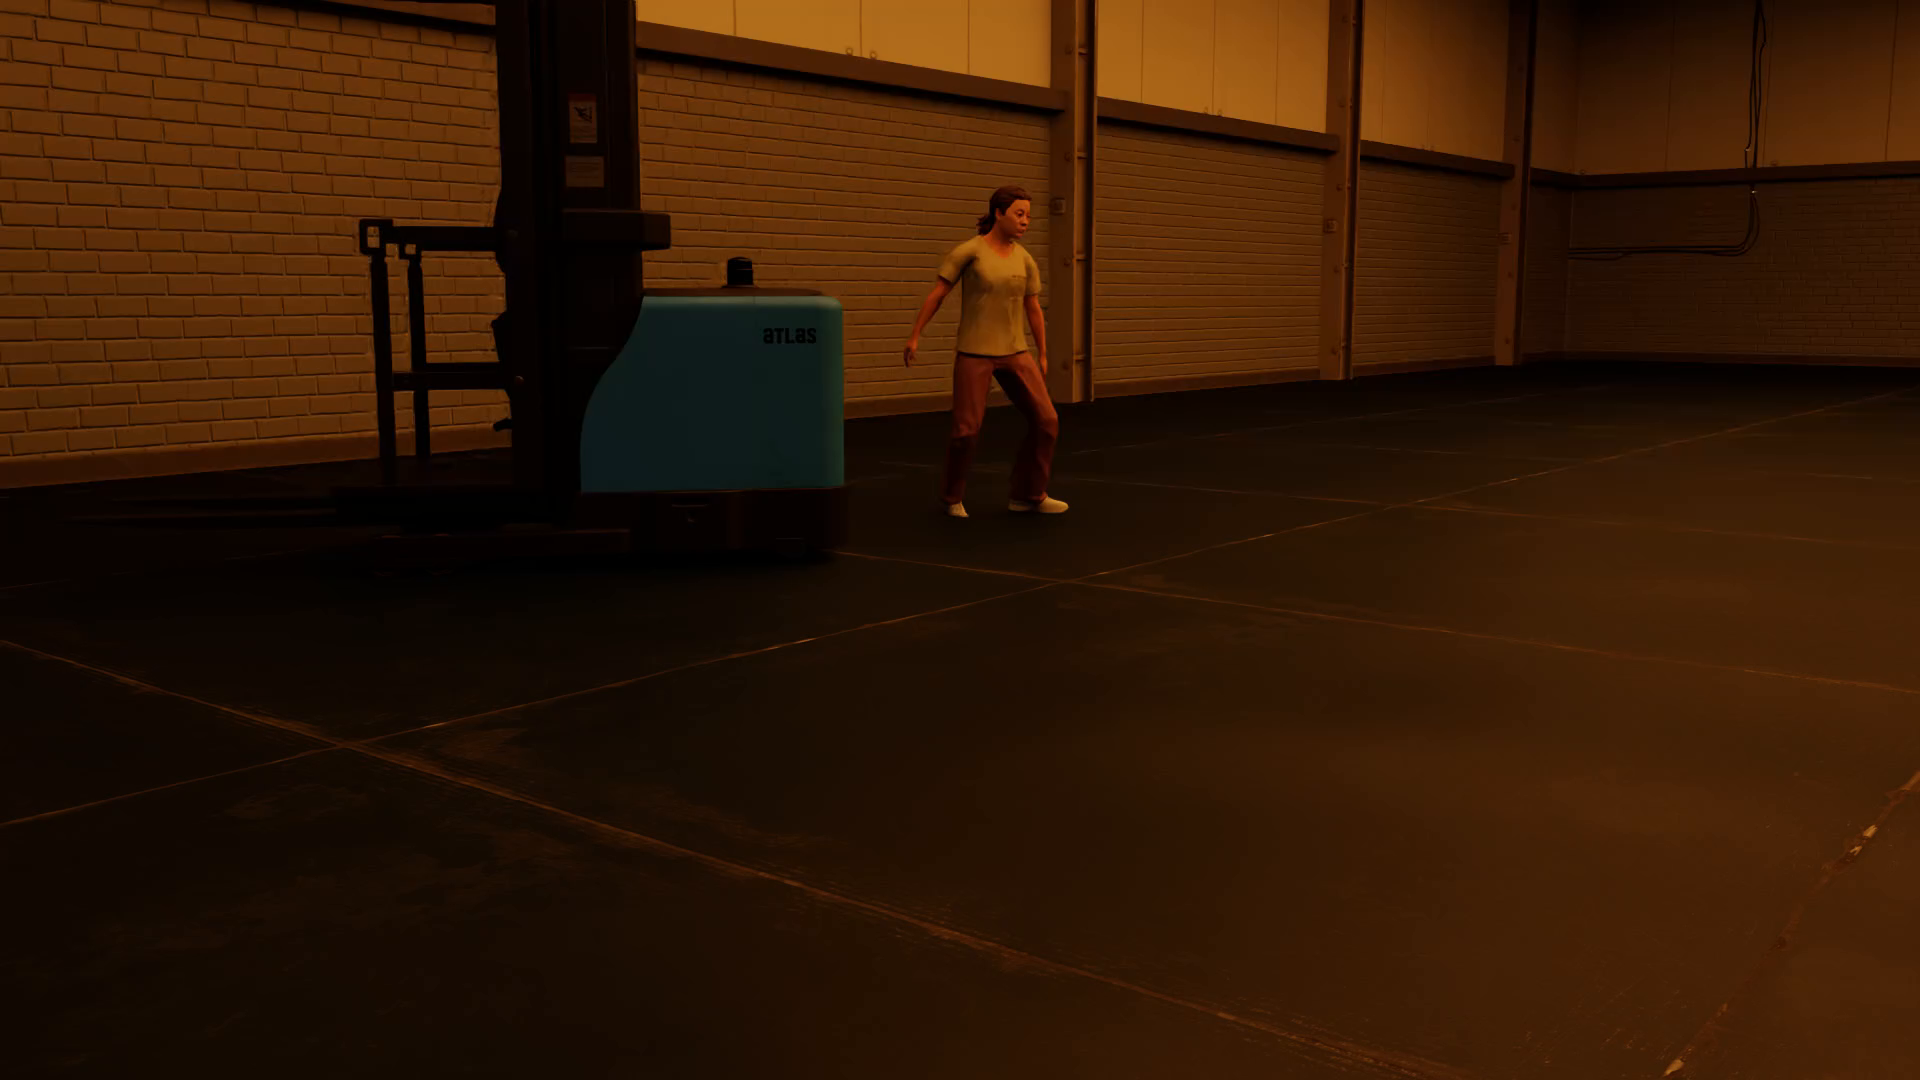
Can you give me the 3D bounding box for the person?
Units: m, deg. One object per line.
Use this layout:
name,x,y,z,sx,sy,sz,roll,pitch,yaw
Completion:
person,0.164,-0.830,8.192,0.575,1.328,0.456,-3,9,-18

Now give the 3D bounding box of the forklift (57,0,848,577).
forklift,-2.027,-1.389,6.777,3.031,2.935,1.130,-2,8,-10
